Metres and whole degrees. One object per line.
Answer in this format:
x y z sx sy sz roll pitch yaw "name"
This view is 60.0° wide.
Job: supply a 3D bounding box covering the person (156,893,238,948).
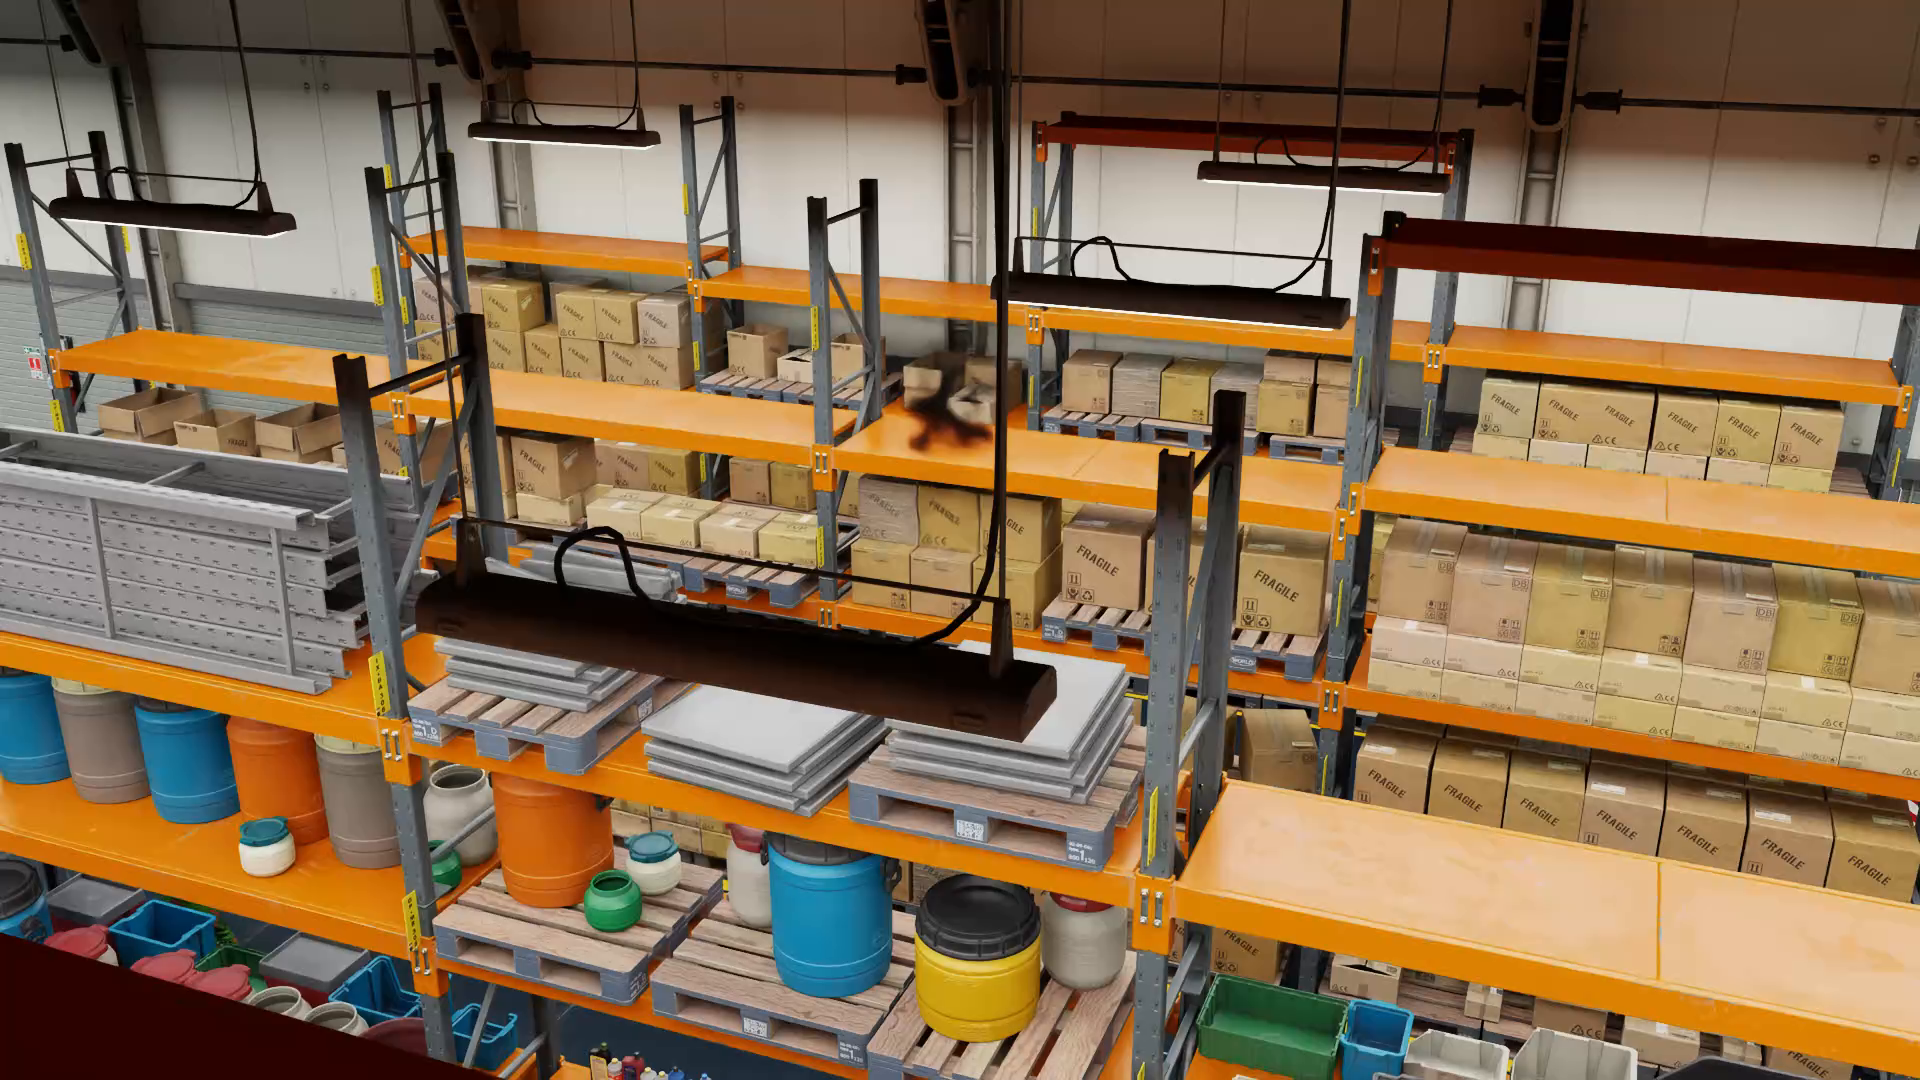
-6.264 2.519 13.252 0.876 1.844 0.643 2 21 6 "person"
